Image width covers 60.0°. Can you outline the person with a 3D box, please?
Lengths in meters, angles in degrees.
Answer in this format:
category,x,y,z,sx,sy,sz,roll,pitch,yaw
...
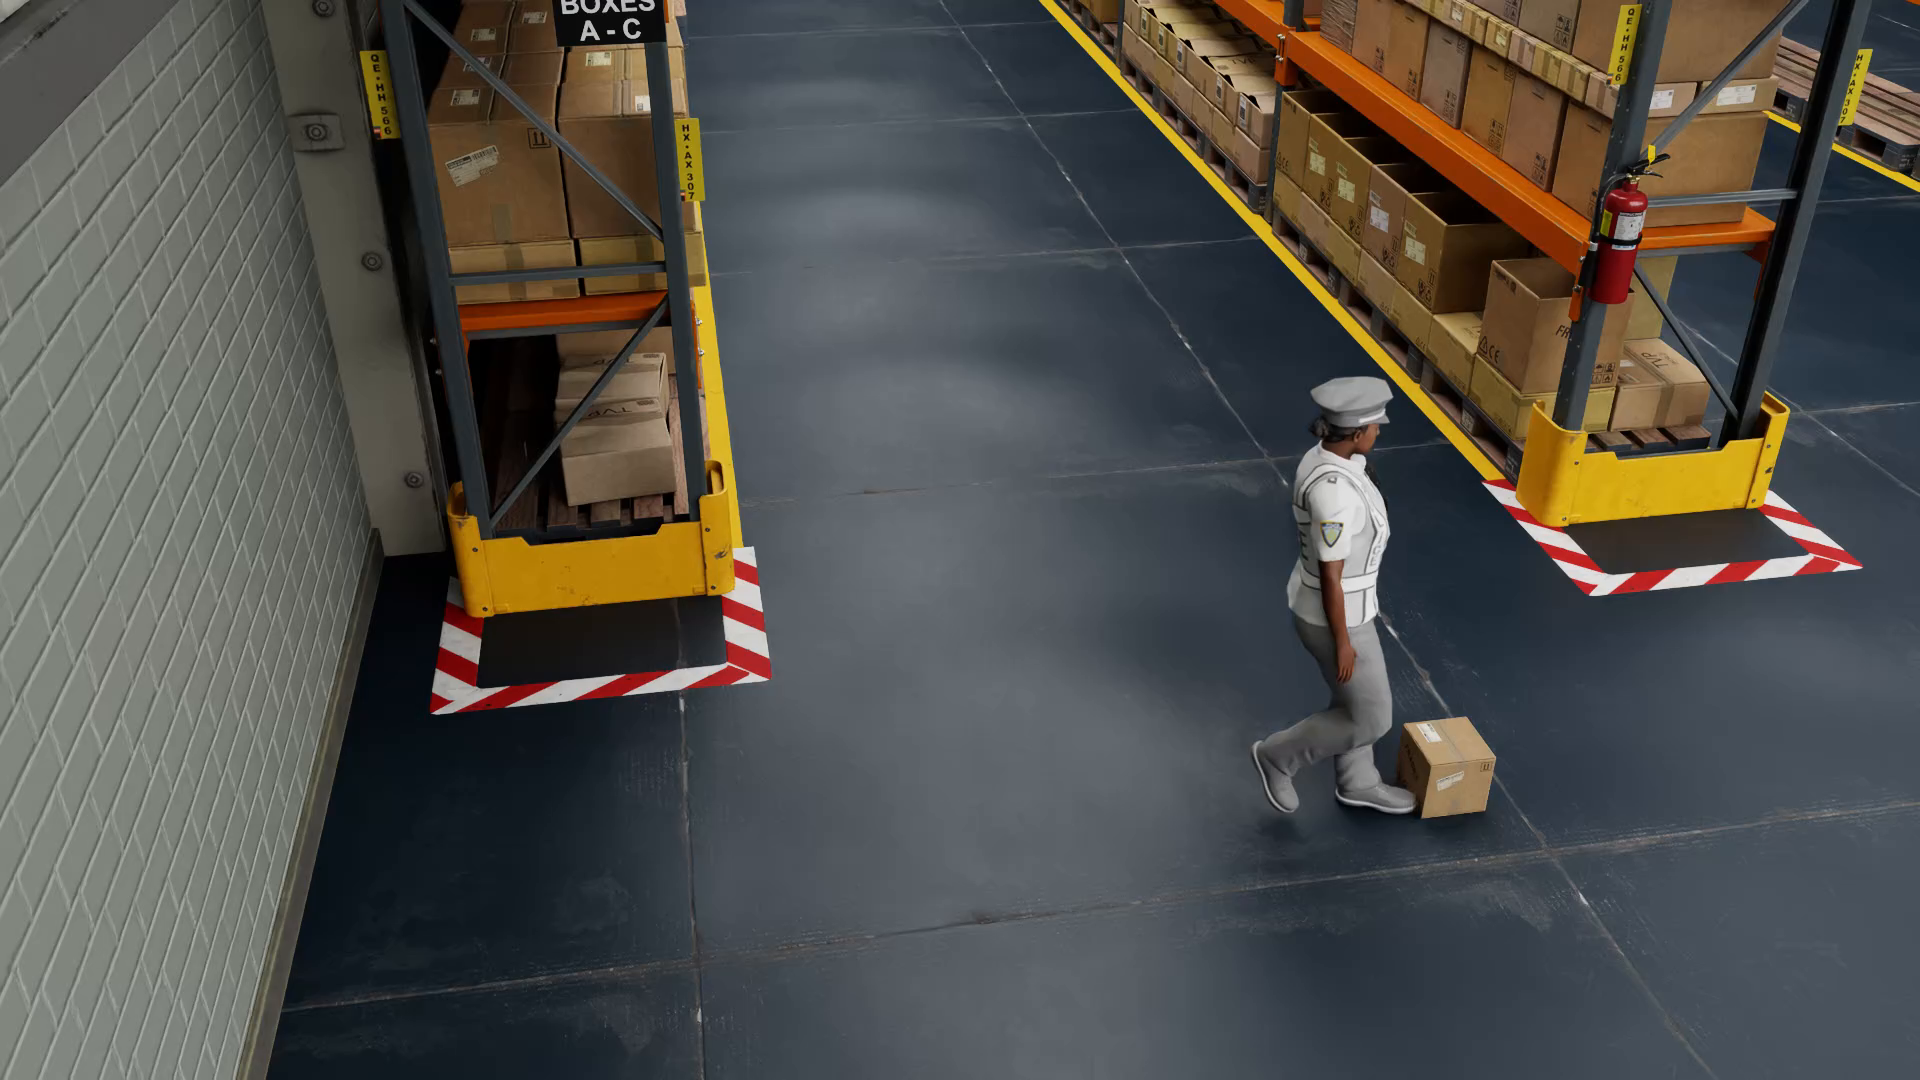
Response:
category,x,y,z,sx,sy,sz,roll,pitch,yaw
person,1.362,0.252,5.696,0.623,1.648,0.519,5,31,8
